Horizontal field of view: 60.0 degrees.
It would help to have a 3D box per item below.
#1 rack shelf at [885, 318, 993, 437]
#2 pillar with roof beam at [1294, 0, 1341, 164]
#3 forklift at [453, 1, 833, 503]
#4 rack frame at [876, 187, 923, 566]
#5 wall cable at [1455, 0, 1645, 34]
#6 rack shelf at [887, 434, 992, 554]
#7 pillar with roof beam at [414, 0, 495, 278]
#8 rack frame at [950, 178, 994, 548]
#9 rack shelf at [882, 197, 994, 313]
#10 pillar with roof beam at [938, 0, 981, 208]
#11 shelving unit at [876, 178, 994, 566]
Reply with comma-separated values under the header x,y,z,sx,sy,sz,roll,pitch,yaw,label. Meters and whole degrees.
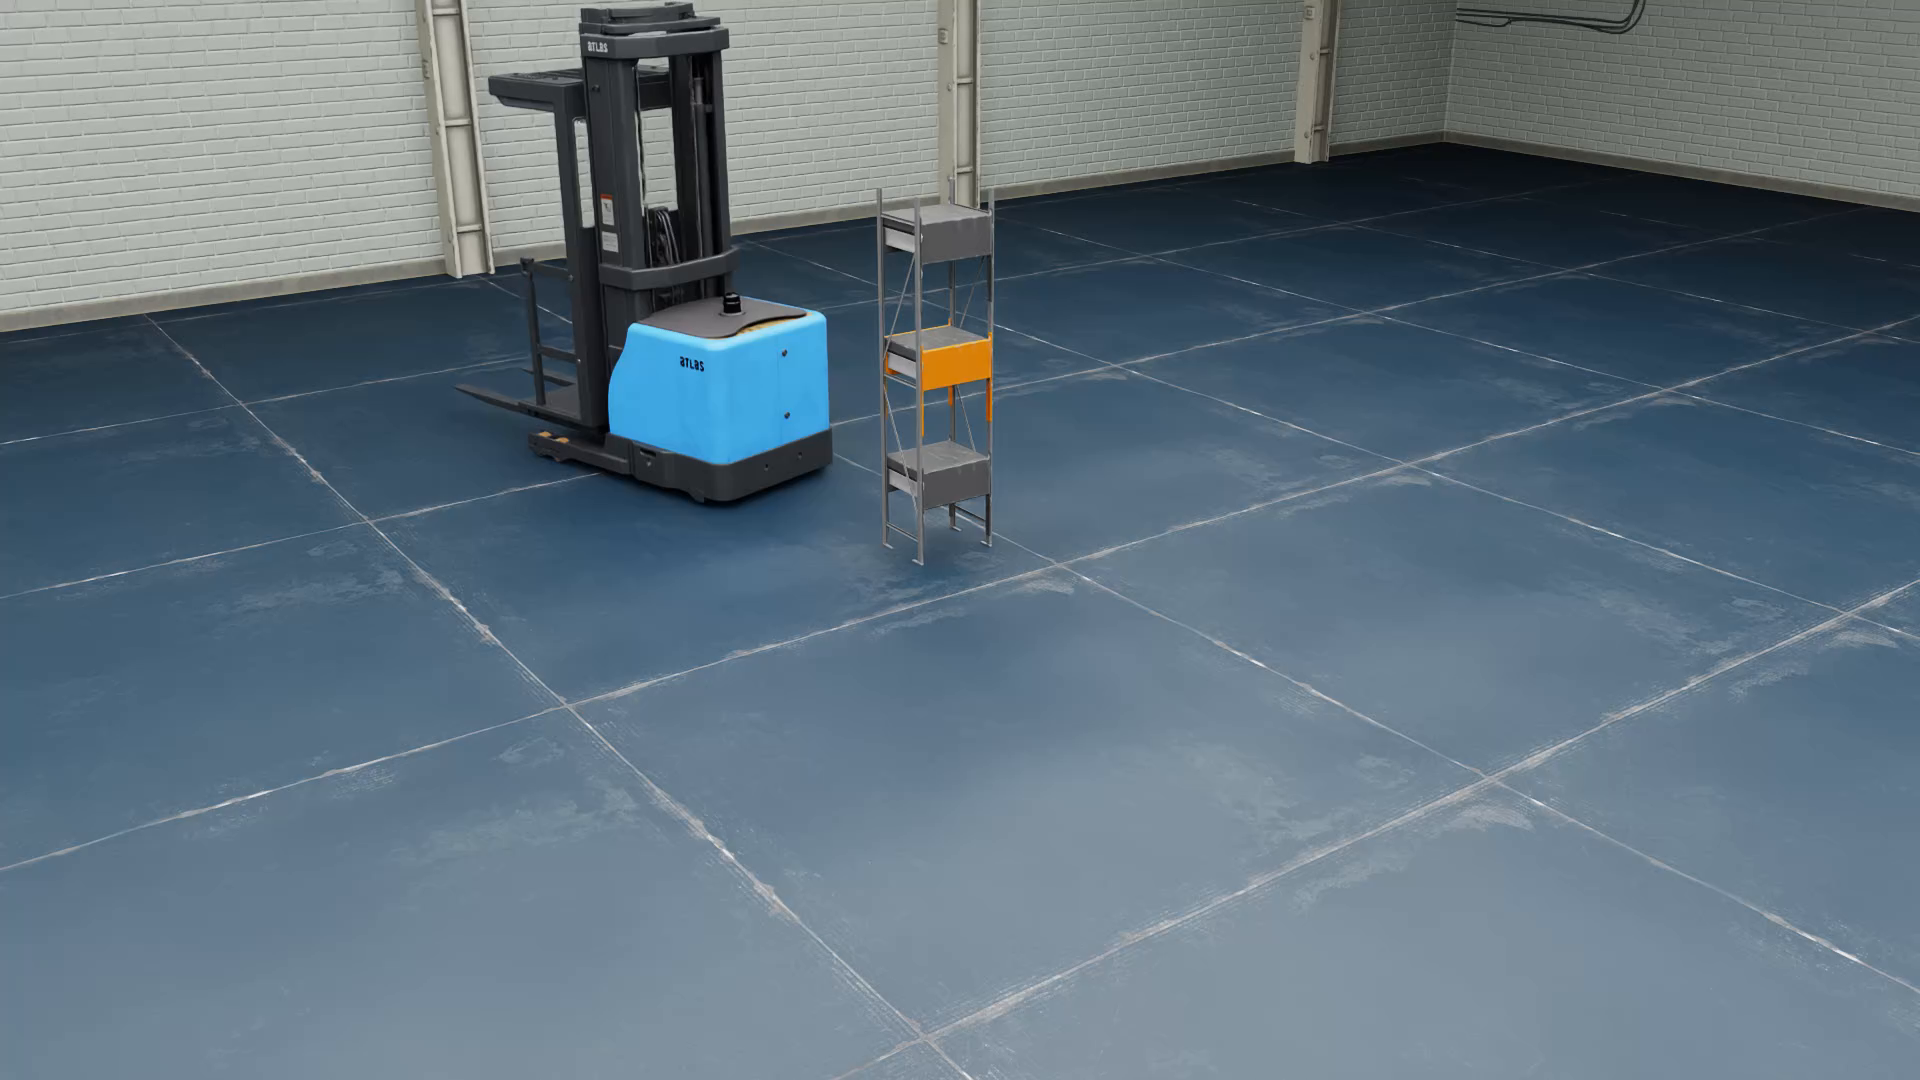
x,y,z,sx,sy,sz,roll,pitch,yaw,label
-0.134,-0.927,9.422,0.480,0.518,0.431,-15,26,-33,rack shelf
7.379,-8.143,18.162,0.400,9.000,9.100,-15,26,-33,pillar with roof beam
-2.307,-2.021,11.007,3.031,2.935,1.130,17,27,36,forklift
-0.332,-0.887,9.285,0.015,2.100,0.400,-15,26,-33,rack frame
8.029,-8.236,22.585,0.112,2.526,3.097,-15,26,-33,wall cable
-0.134,-0.277,9.682,0.480,0.518,0.431,-15,26,-33,rack shelf
-2.362,-5.546,11.653,0.400,9.000,9.100,-15,26,-33,pillar with roof beam
0.064,-0.992,9.550,0.015,2.100,0.400,-15,26,-33,rack frame
-0.134,-1.577,9.163,0.480,0.518,0.431,-15,26,-33,rack shelf
2.509,-6.845,14.908,0.400,9.000,9.100,-15,26,-33,pillar with roof beam
-0.134,-0.939,9.417,0.503,2.100,0.431,-15,26,-33,shelving unit
